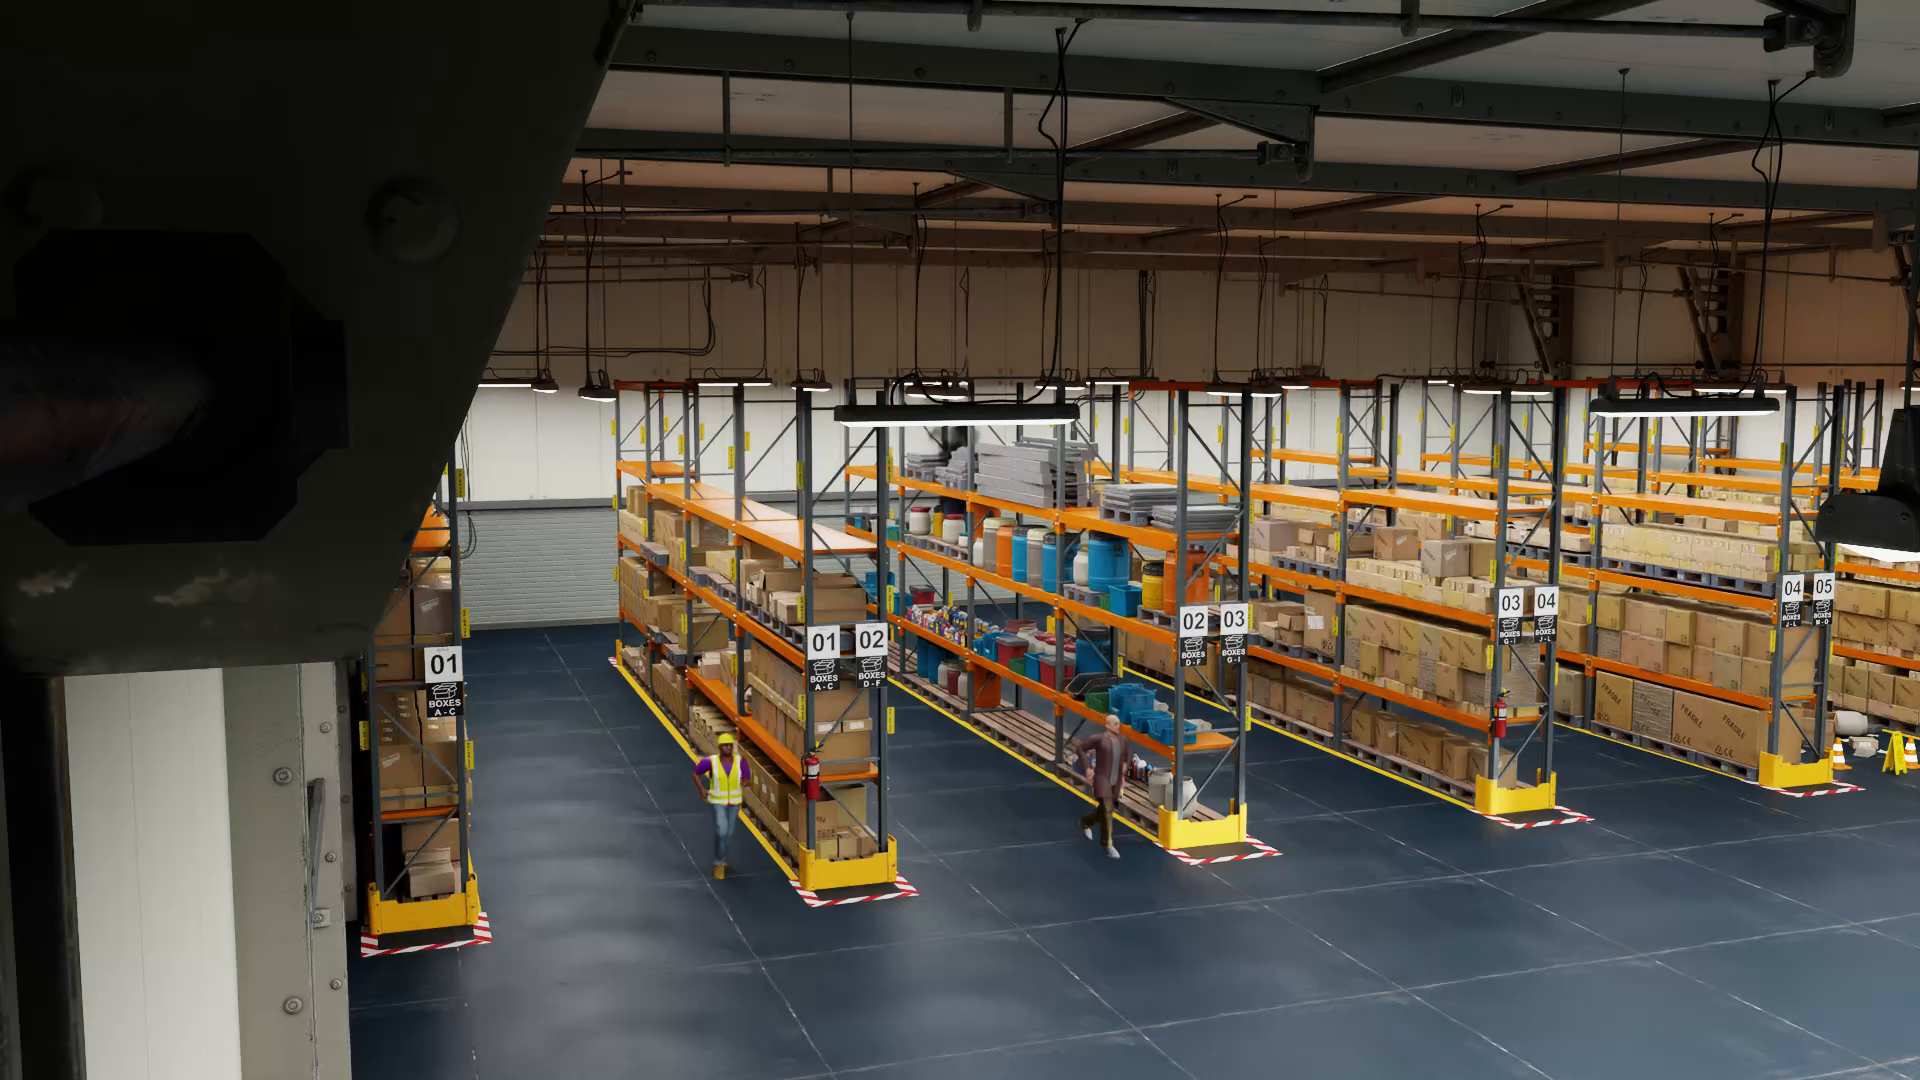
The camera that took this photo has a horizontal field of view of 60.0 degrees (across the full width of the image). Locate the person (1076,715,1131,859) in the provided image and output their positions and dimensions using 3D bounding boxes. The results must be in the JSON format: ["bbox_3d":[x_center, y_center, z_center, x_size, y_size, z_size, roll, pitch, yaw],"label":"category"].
[{"bbox_3d":[1.909,3.173,21.740,0.719,1.803,0.987,-4,7,-32],"label":"person"}]

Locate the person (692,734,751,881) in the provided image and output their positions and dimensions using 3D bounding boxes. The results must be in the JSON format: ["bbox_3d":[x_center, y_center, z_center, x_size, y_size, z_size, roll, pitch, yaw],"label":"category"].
[{"bbox_3d":[-2.906,3.287,20.584,0.681,1.800,0.732,-3,7,-26],"label":"person"}]

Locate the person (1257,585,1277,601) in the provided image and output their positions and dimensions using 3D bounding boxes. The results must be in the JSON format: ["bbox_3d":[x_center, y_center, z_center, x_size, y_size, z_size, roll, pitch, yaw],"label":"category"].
[{"bbox_3d":[7.678,1.109,41.412,0.753,1.725,0.661,3,7,25],"label":"person"}]
